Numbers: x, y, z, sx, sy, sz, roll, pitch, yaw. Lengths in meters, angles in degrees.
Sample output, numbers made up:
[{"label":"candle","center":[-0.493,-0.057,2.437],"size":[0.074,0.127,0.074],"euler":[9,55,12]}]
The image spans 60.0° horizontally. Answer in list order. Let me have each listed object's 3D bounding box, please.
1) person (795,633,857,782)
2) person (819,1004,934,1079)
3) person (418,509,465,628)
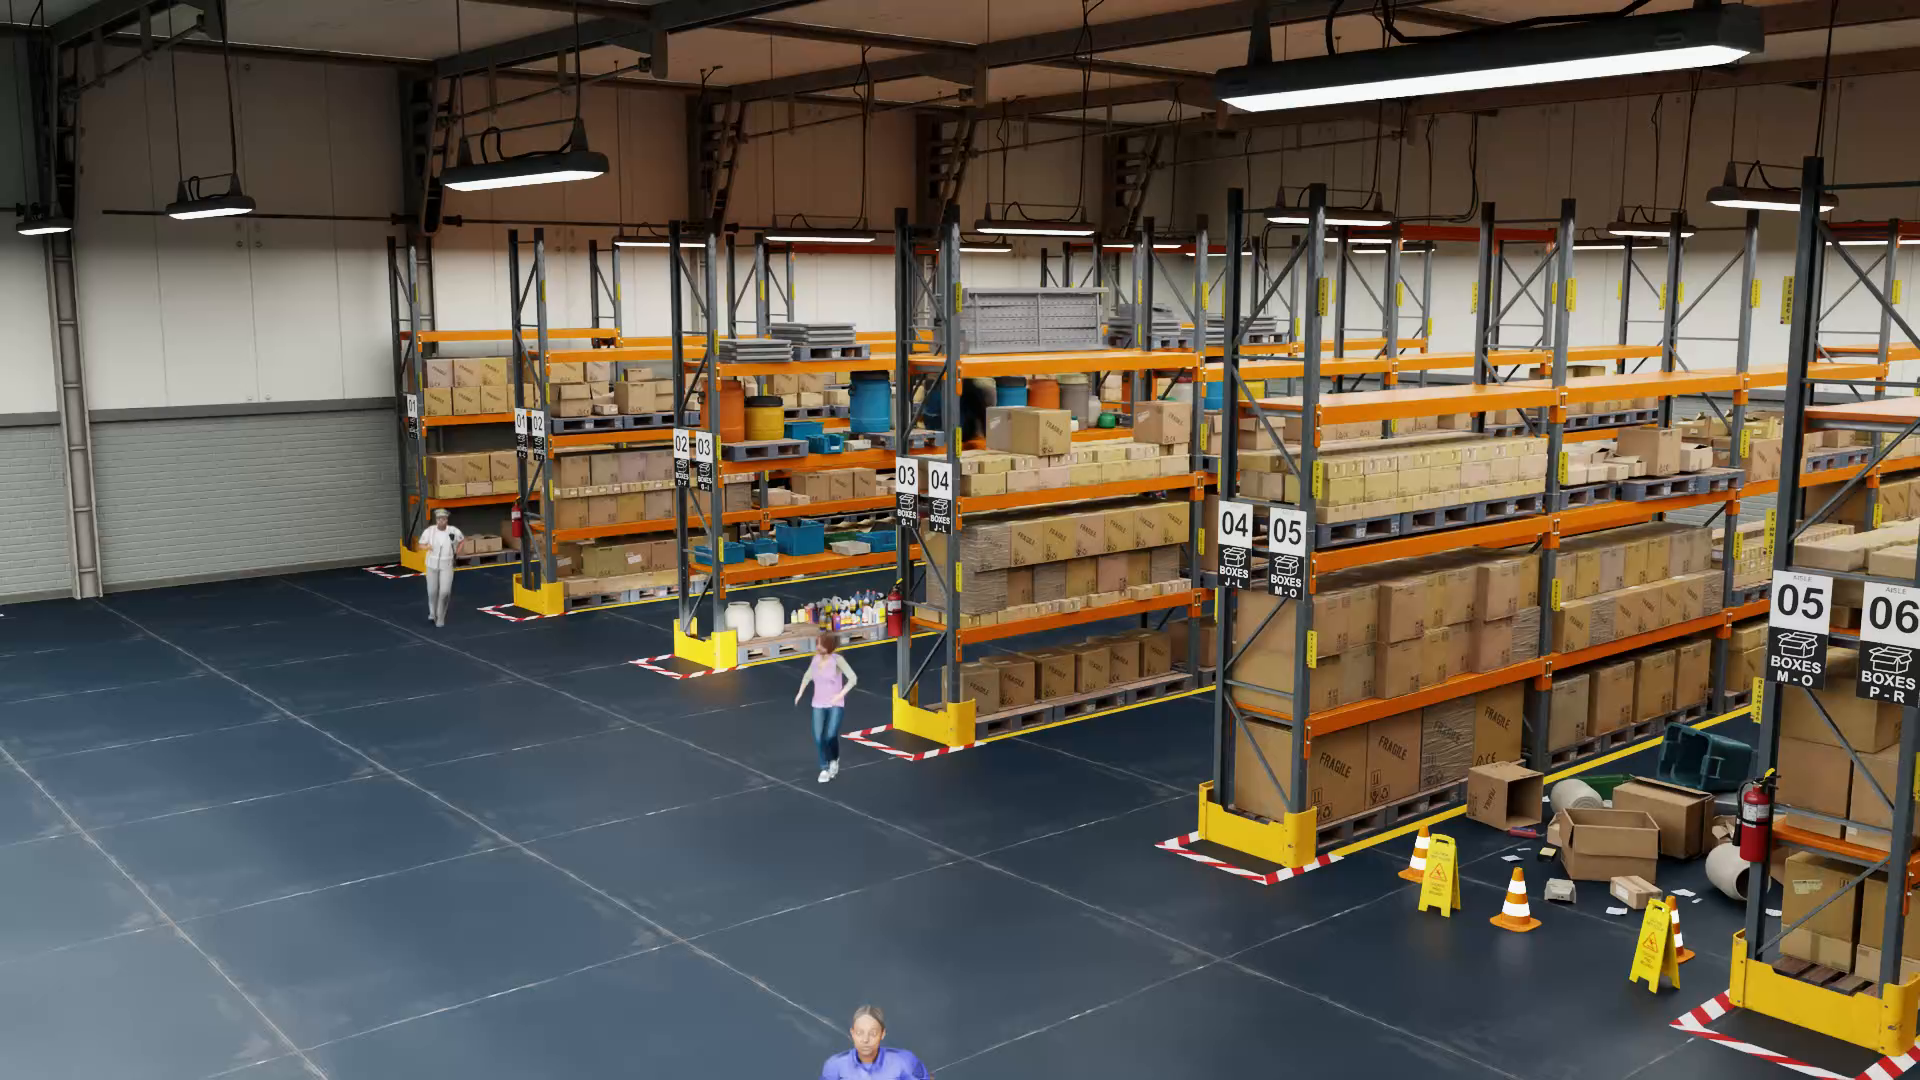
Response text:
[{"label":"person","center":[-1.405,1.765,17.343],"size":[0.631,1.560,0.444],"euler":[3,9,16]},{"label":"person","center":[-0.436,3.116,8.275],"size":[0.624,1.624,0.537],"euler":[0,9,2]},{"label":"person","center":[-7.890,0.433,25.330],"size":[0.658,1.848,0.762],"euler":[-2,9,-10]}]
